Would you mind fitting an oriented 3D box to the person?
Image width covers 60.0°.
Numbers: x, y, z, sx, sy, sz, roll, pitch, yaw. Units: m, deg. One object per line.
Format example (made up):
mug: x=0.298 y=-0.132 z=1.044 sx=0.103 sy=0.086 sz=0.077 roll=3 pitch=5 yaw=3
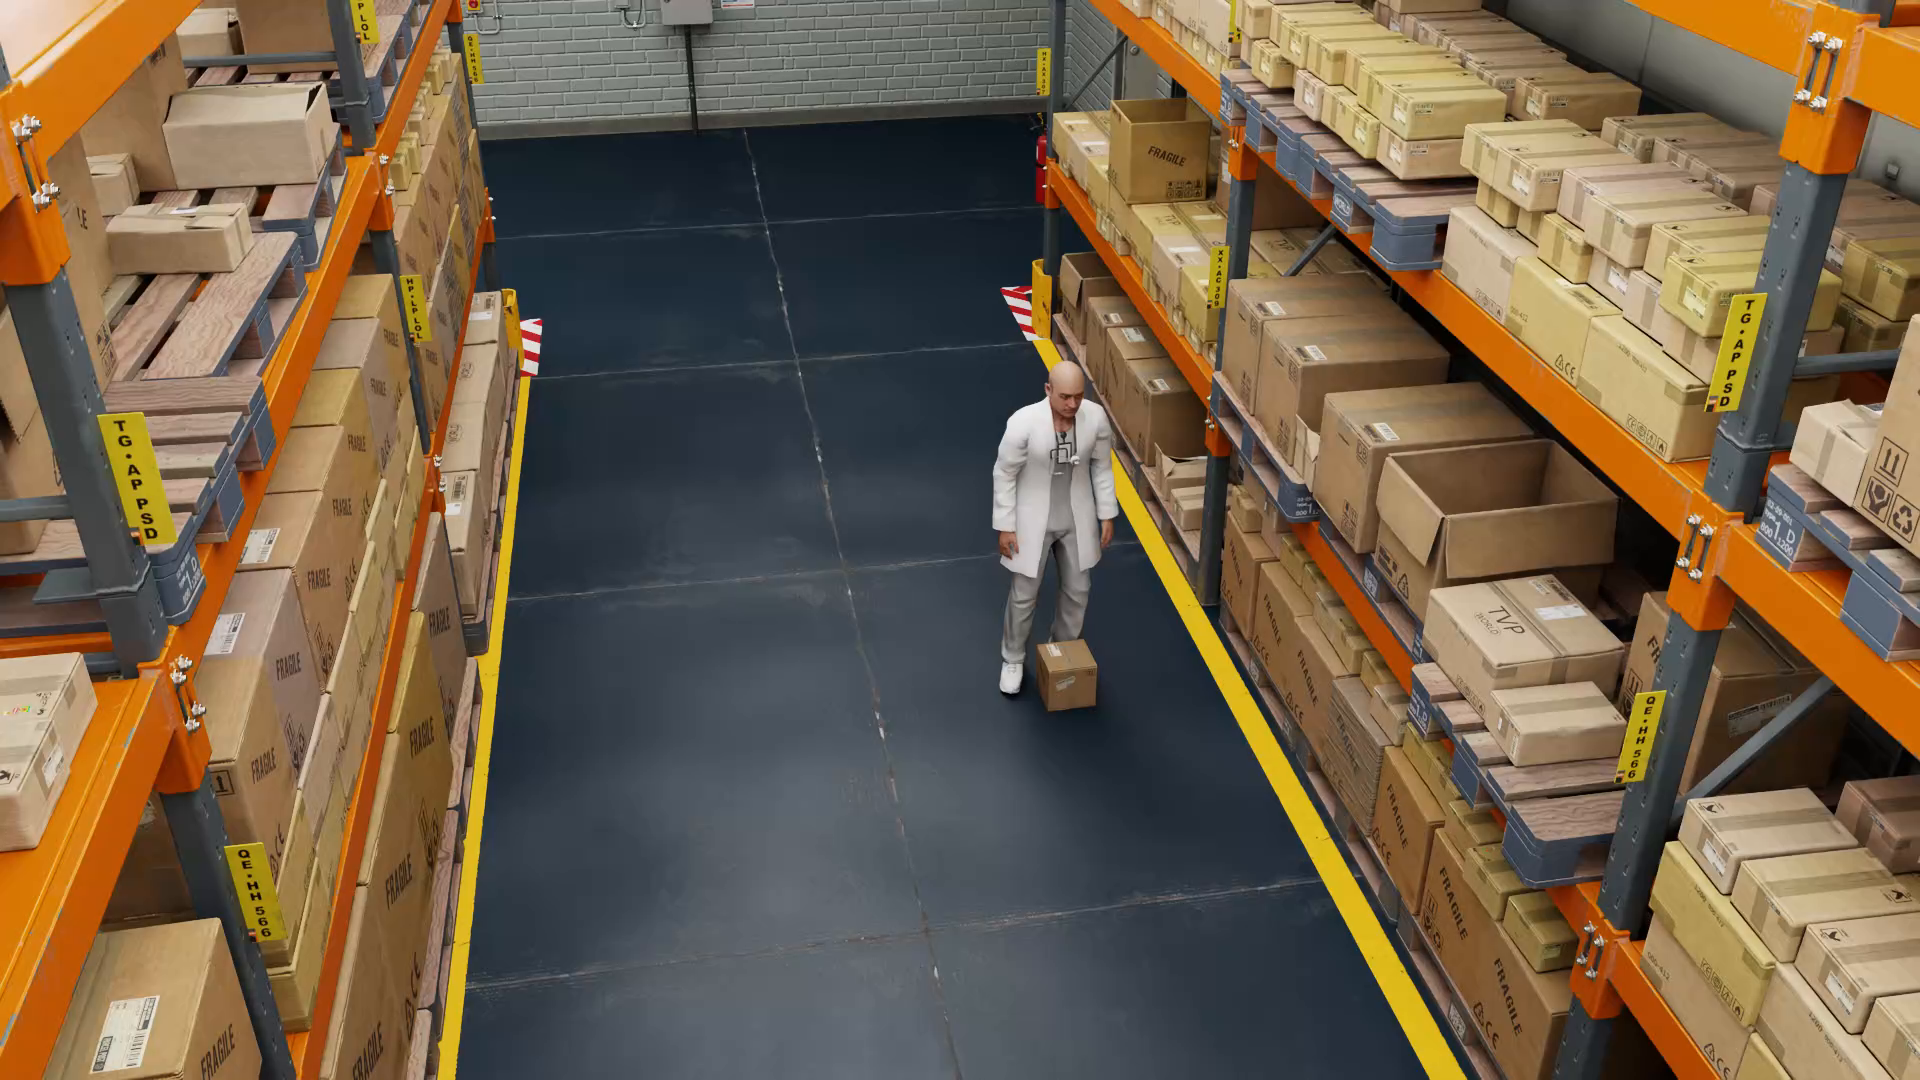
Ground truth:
person: x=0.475 y=-0.035 z=8.330 sx=0.655 sy=1.660 sz=0.423 roll=-7 pitch=31 yaw=-12
